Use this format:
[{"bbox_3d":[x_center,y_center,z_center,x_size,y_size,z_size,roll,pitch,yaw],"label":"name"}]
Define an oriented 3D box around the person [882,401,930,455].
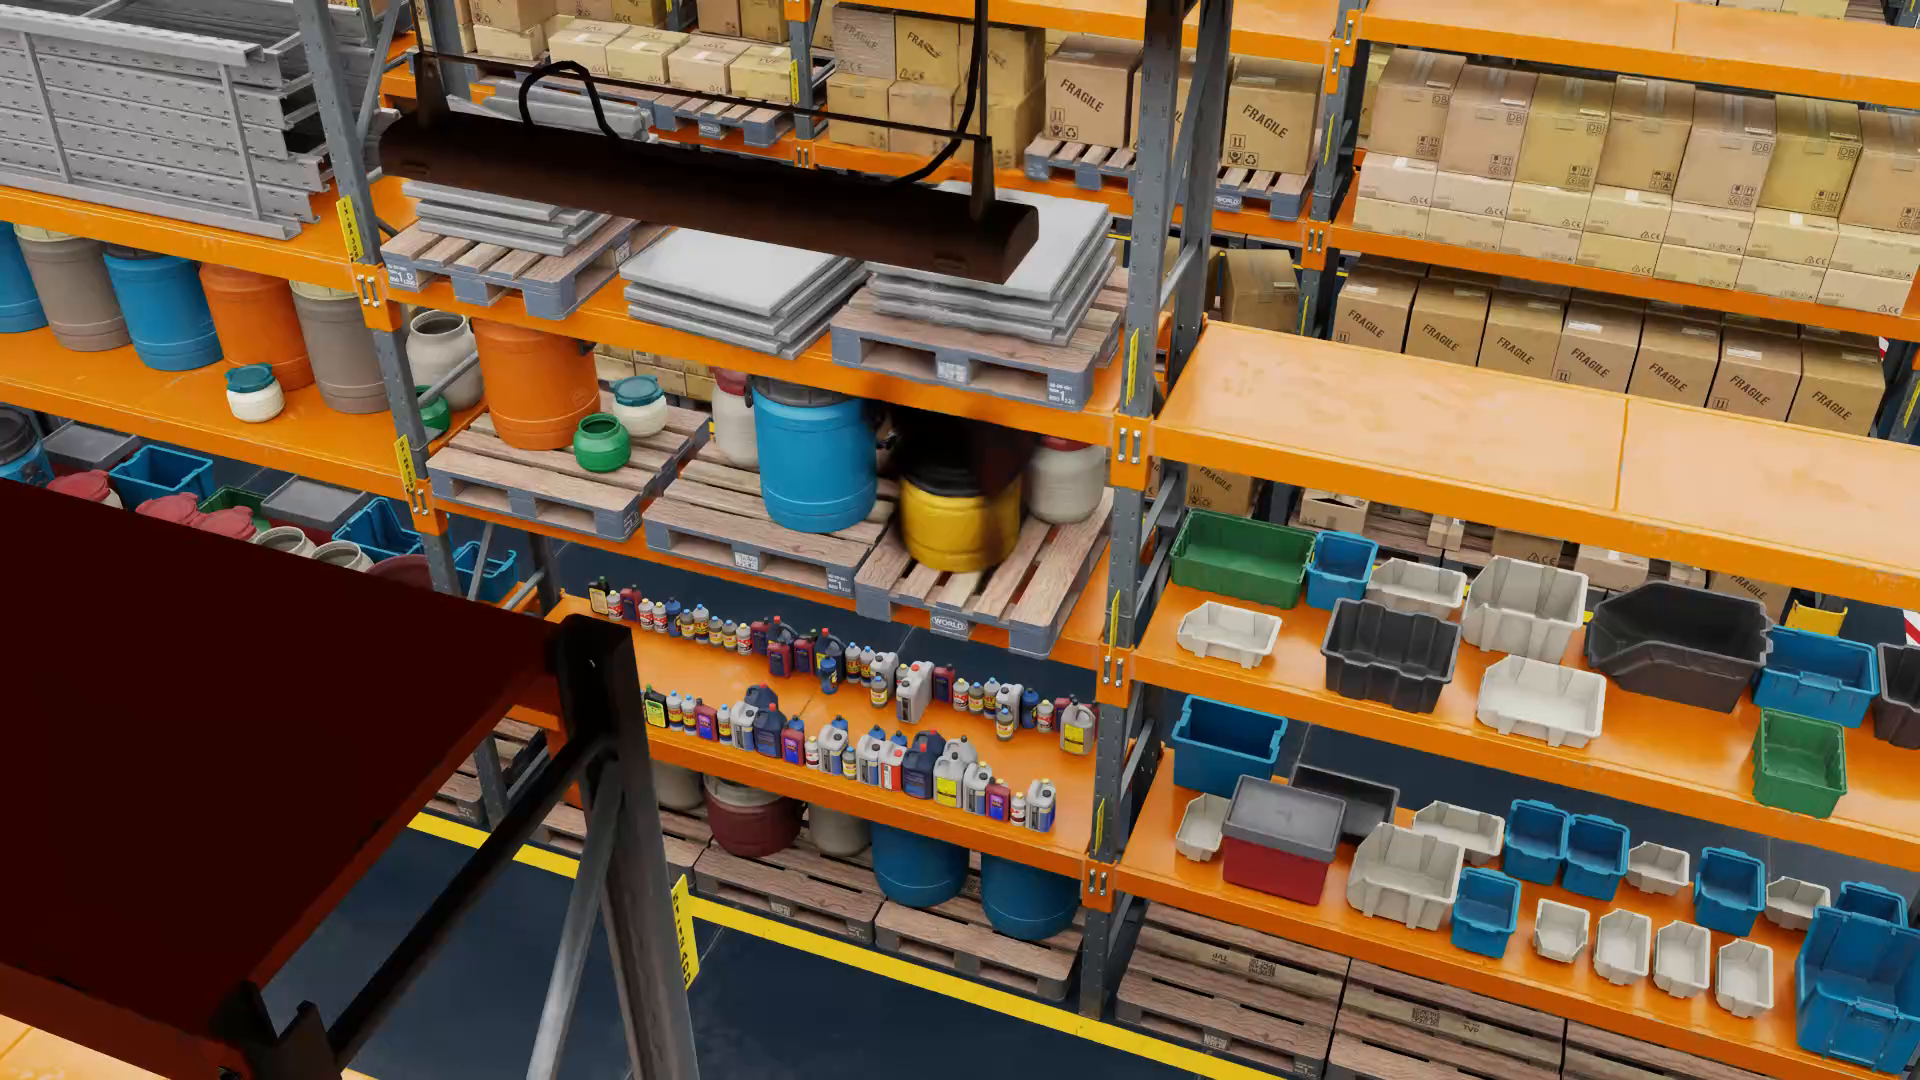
[{"bbox_3d":[-0.402,-0.389,12.067,0.501,1.622,0.607,5,37,7],"label":"person"}]
